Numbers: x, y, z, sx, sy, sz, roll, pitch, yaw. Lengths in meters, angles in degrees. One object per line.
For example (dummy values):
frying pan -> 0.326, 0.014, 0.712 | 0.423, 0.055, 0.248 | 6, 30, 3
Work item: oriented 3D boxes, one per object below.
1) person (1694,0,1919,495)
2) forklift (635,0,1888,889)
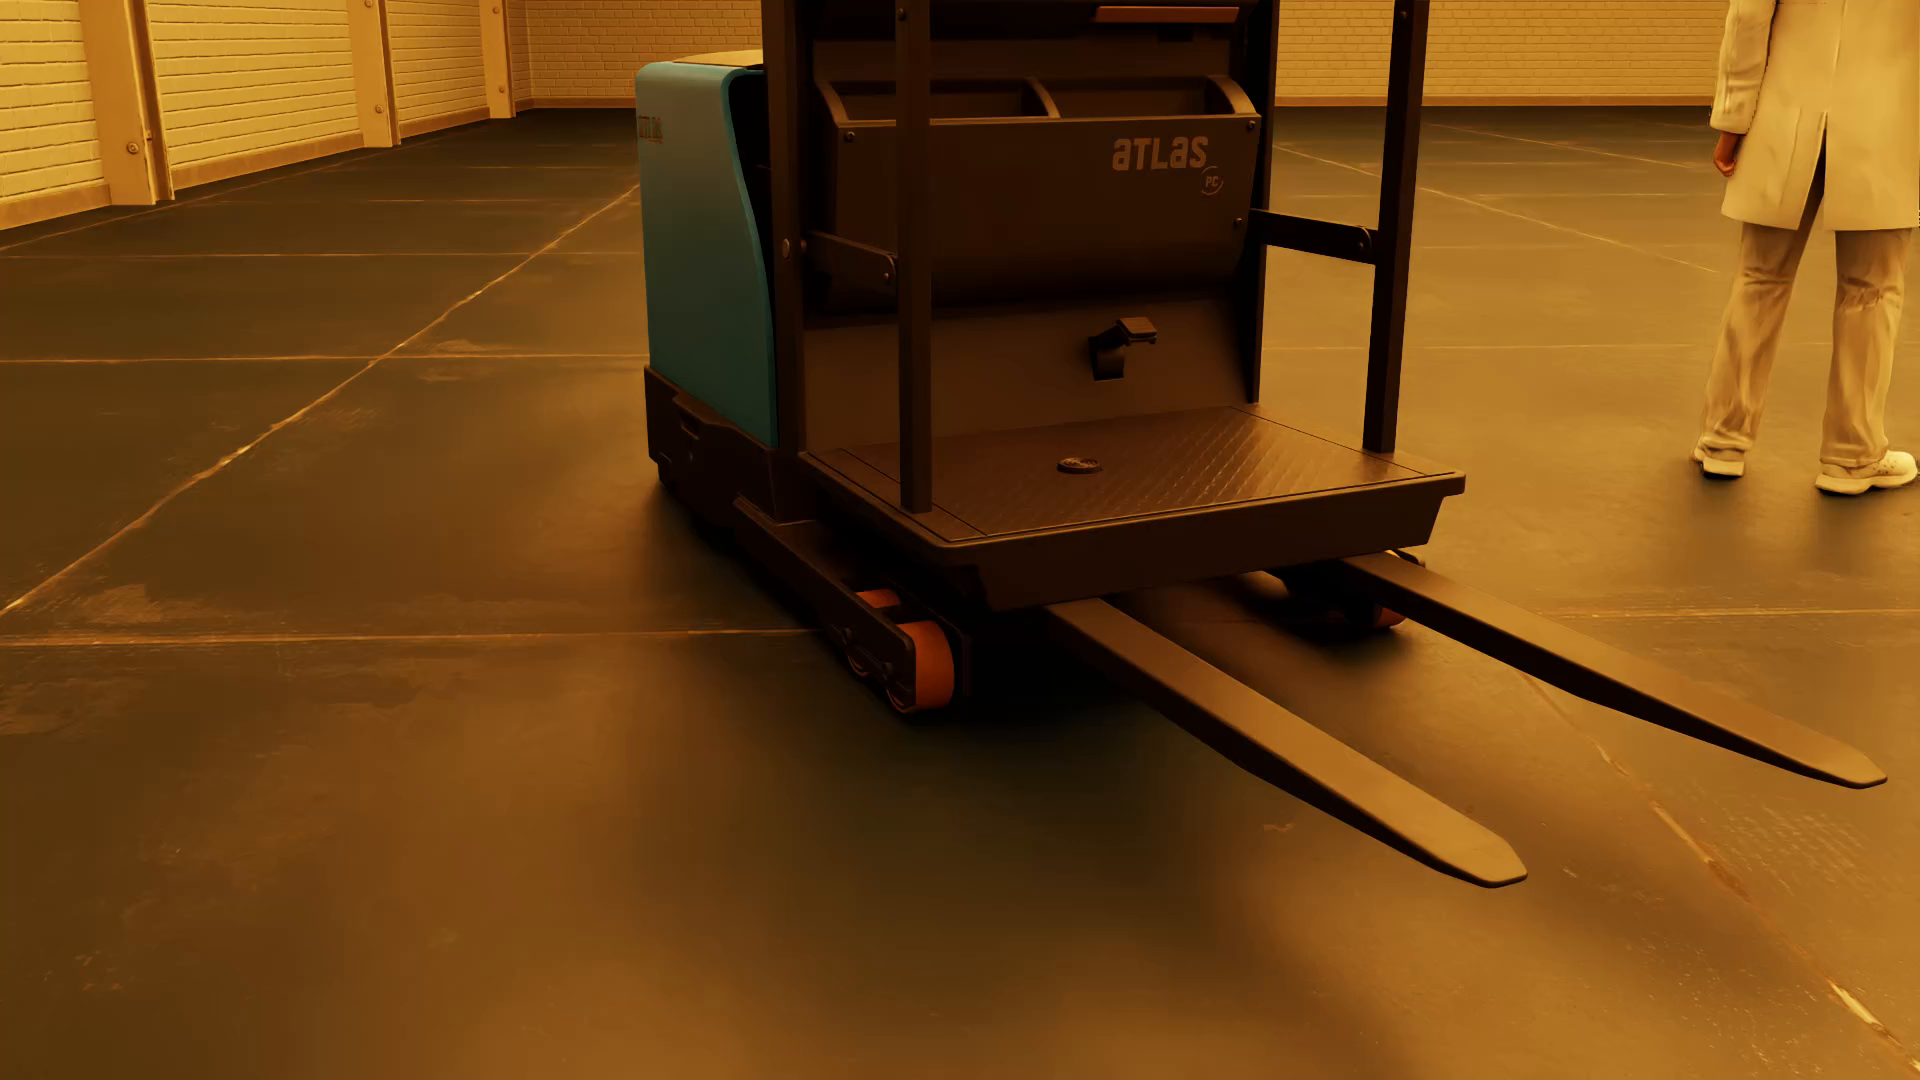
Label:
person -> 2.248, -1.023, 4.230 | 0.618, 1.784, 0.372 | 12, 21, 35
forklift -> 0.258, -1.240, 2.962 | 1.130, 2.935, 3.031 | -8, 19, -24
